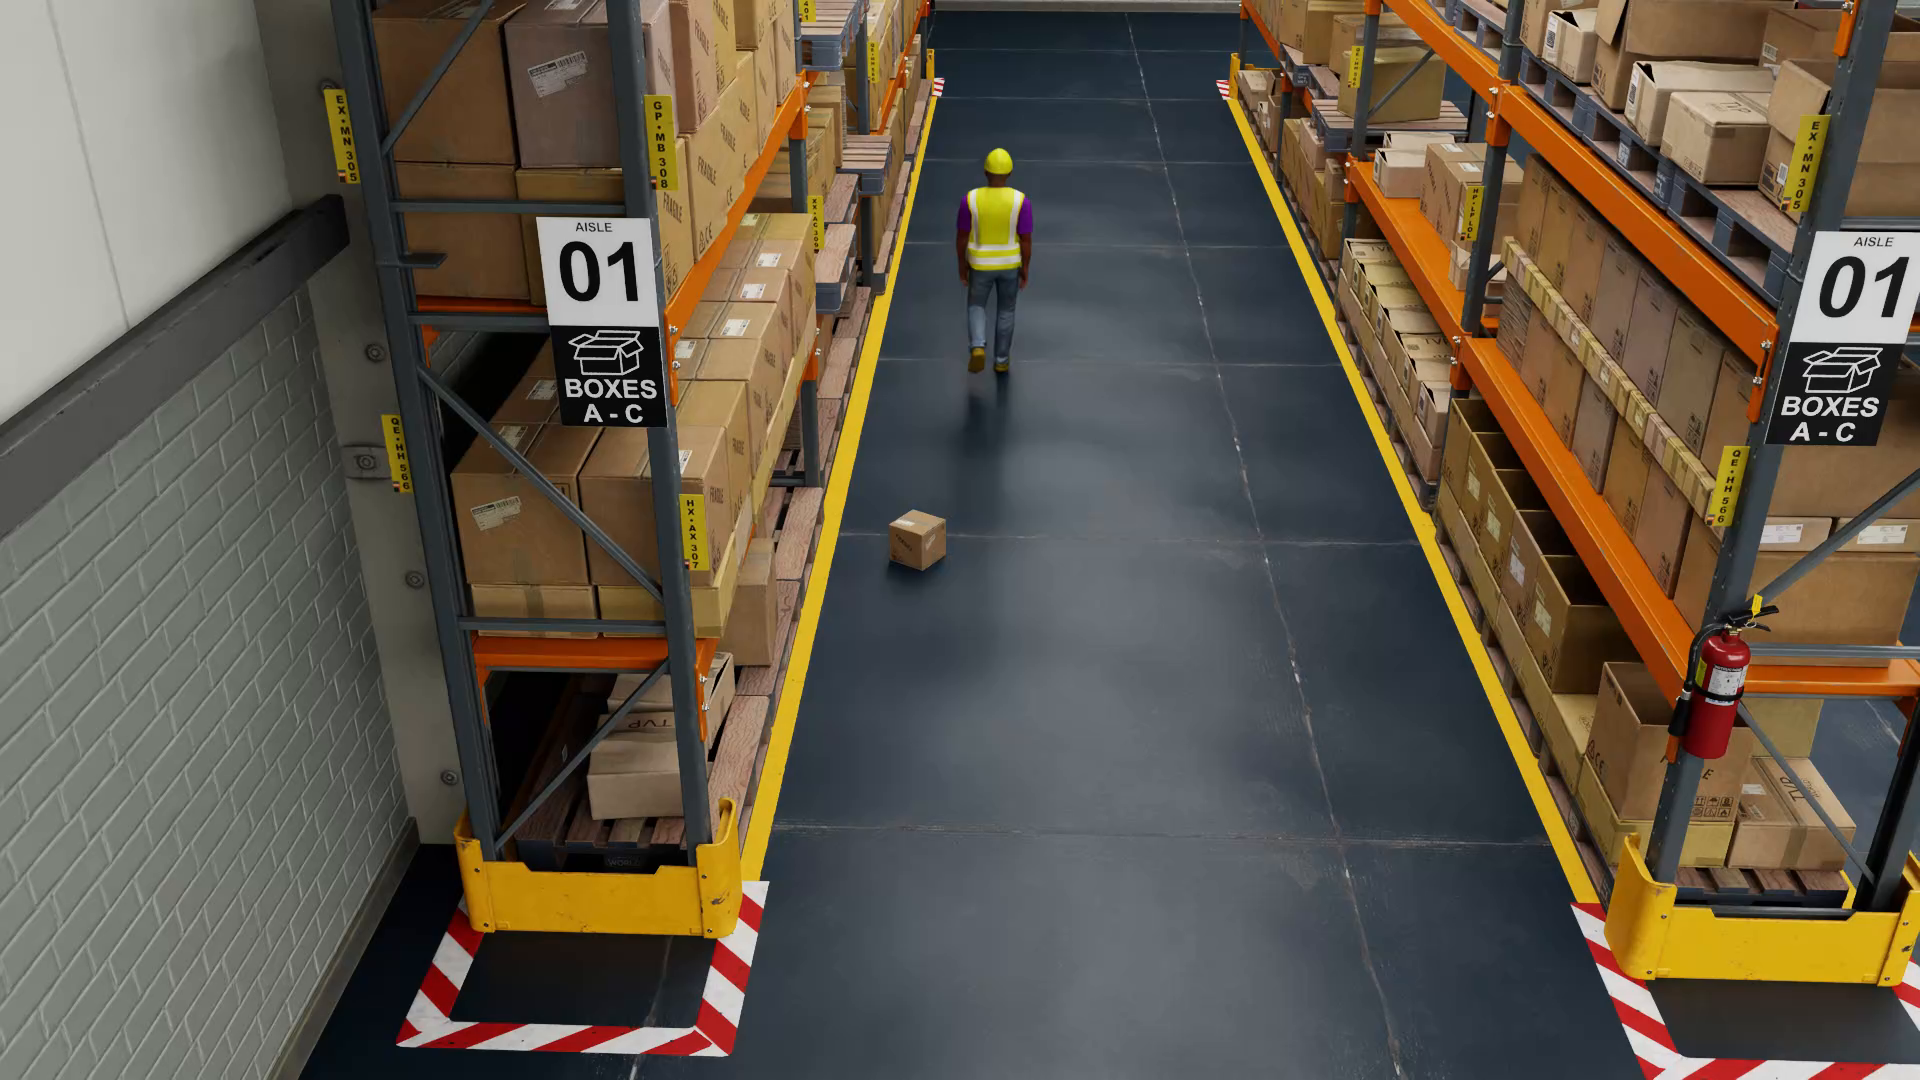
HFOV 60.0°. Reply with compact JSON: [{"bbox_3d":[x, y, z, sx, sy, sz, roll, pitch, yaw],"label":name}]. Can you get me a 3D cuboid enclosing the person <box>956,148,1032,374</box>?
[{"bbox_3d":[0.254,-2.063,12.478,0.567,1.753,0.678,1,28,2],"label":"person"}]
